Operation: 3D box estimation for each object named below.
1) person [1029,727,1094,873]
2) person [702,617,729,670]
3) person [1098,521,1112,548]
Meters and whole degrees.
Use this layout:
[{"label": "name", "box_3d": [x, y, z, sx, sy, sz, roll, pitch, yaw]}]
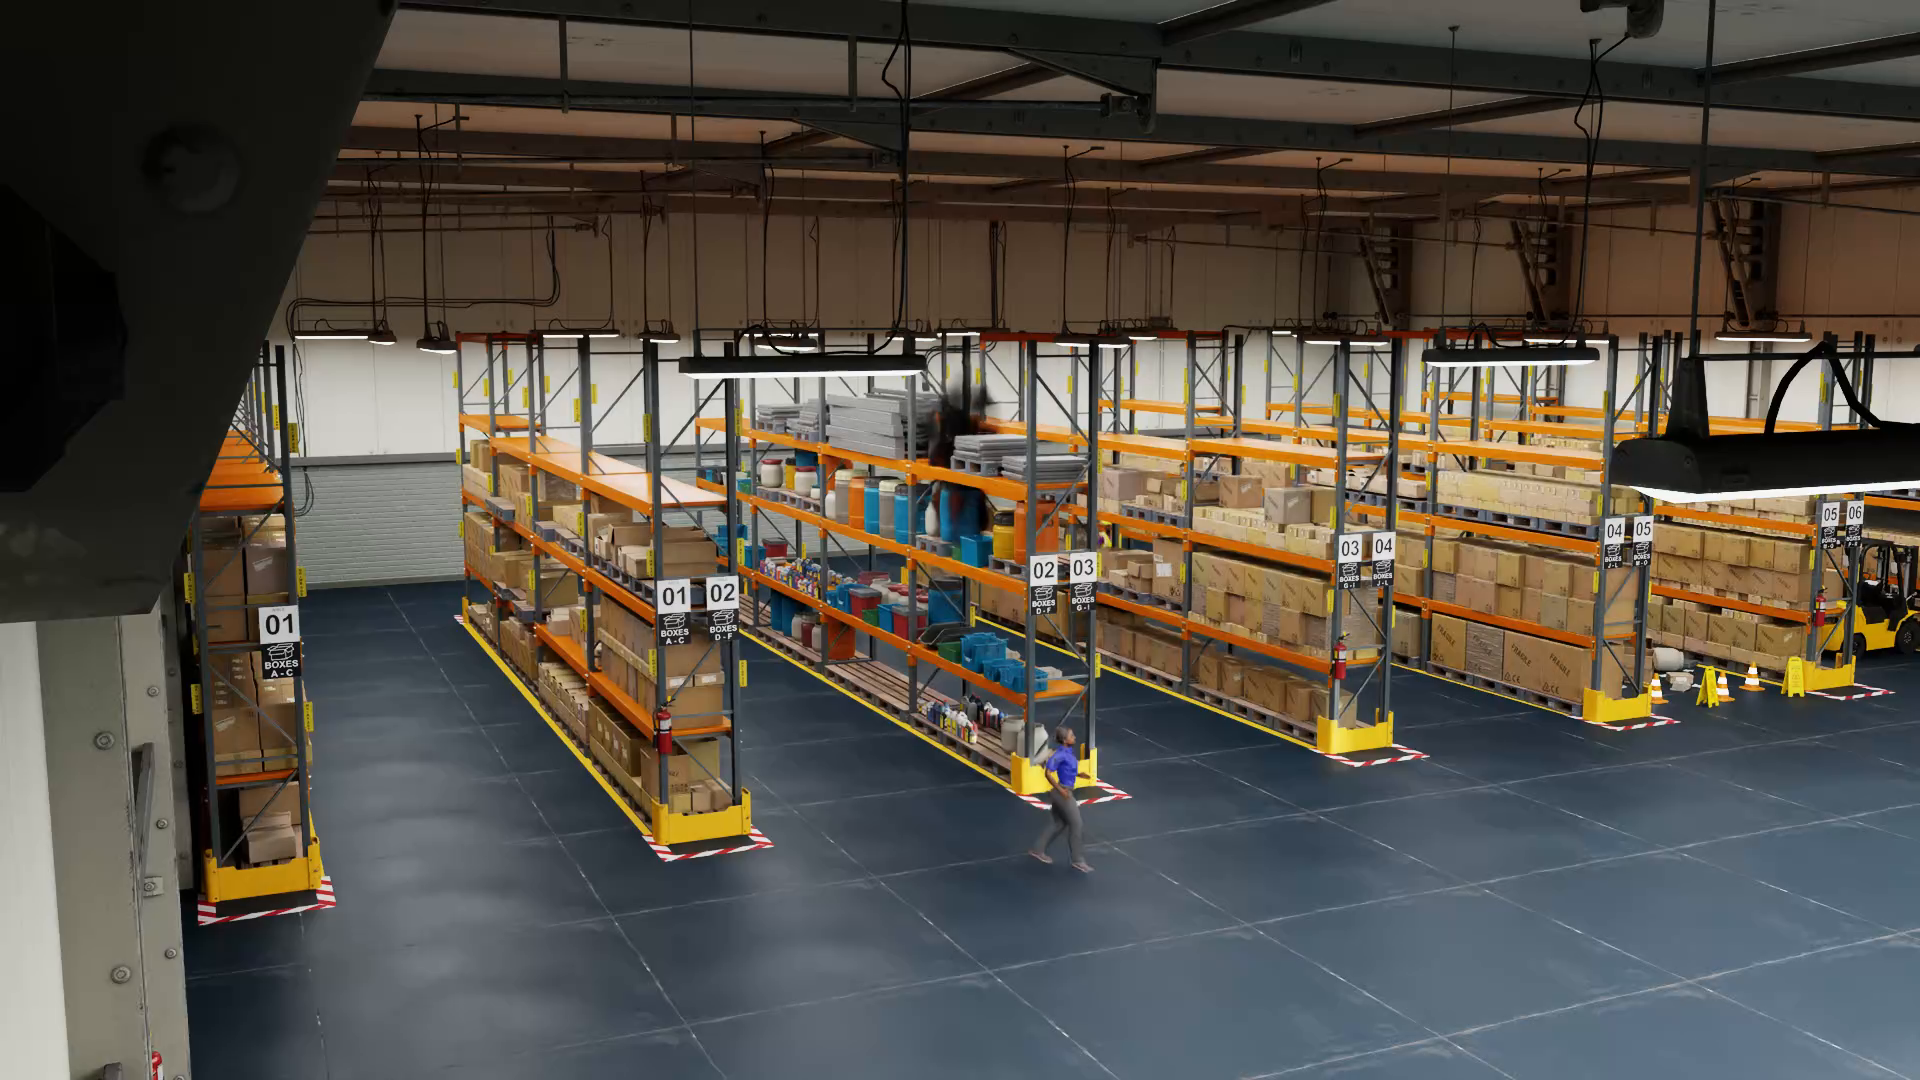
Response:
[{"label": "person", "box_3d": [1.167, 2.965, 19.017, 0.755, 1.701, 0.577, 0, 8, 3]}, {"label": "person", "box_3d": [-4.408, 1.446, 30.028, 0.676, 1.693, 0.886, -3, 8, -23]}, {"label": "person", "box_3d": [3.346, 0.425, 37.388, 0.710, 1.801, 0.892, -2, 8, -16]}]
